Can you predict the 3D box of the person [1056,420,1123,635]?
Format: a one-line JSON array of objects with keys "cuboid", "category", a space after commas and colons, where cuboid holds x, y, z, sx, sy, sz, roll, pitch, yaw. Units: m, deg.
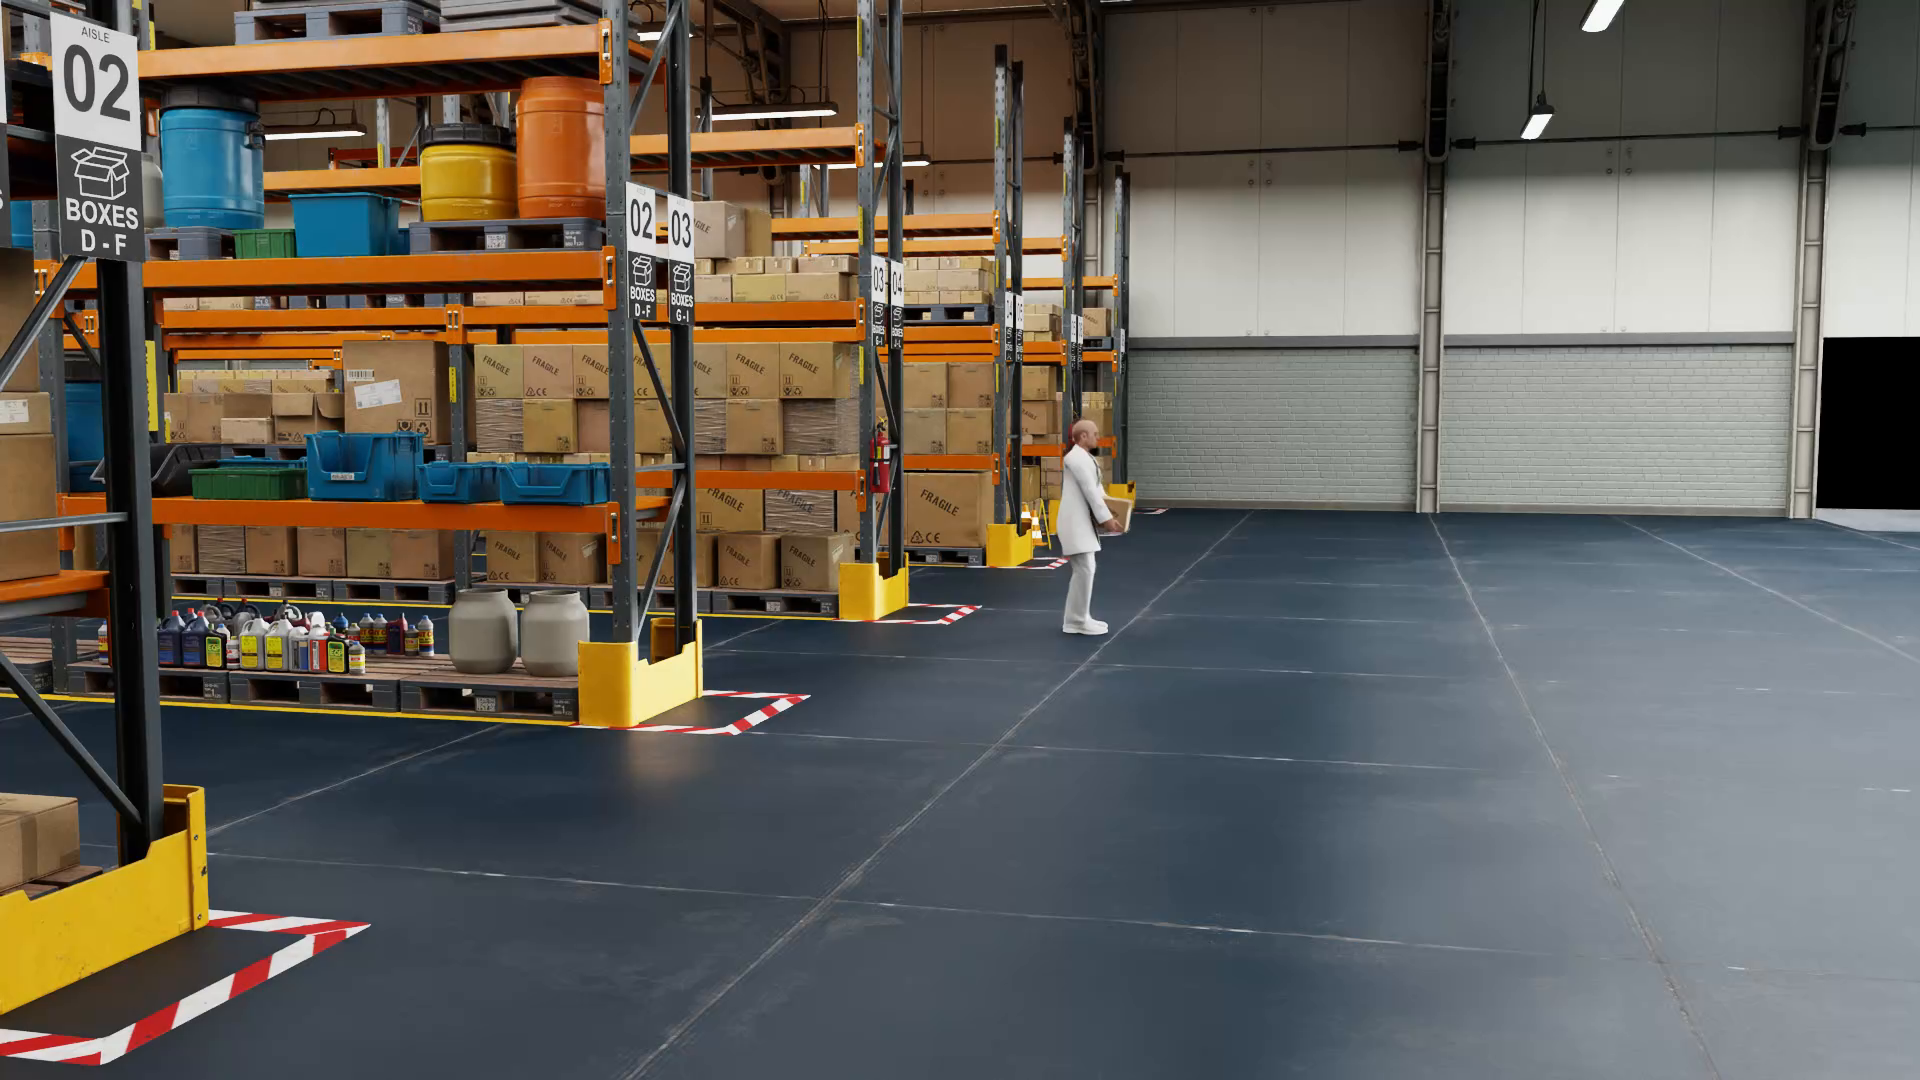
[{"cuboid": [1.090, -0.110, 13.840, 0.565, 1.778, 0.526, 1, 5, 13], "category": "person"}]
